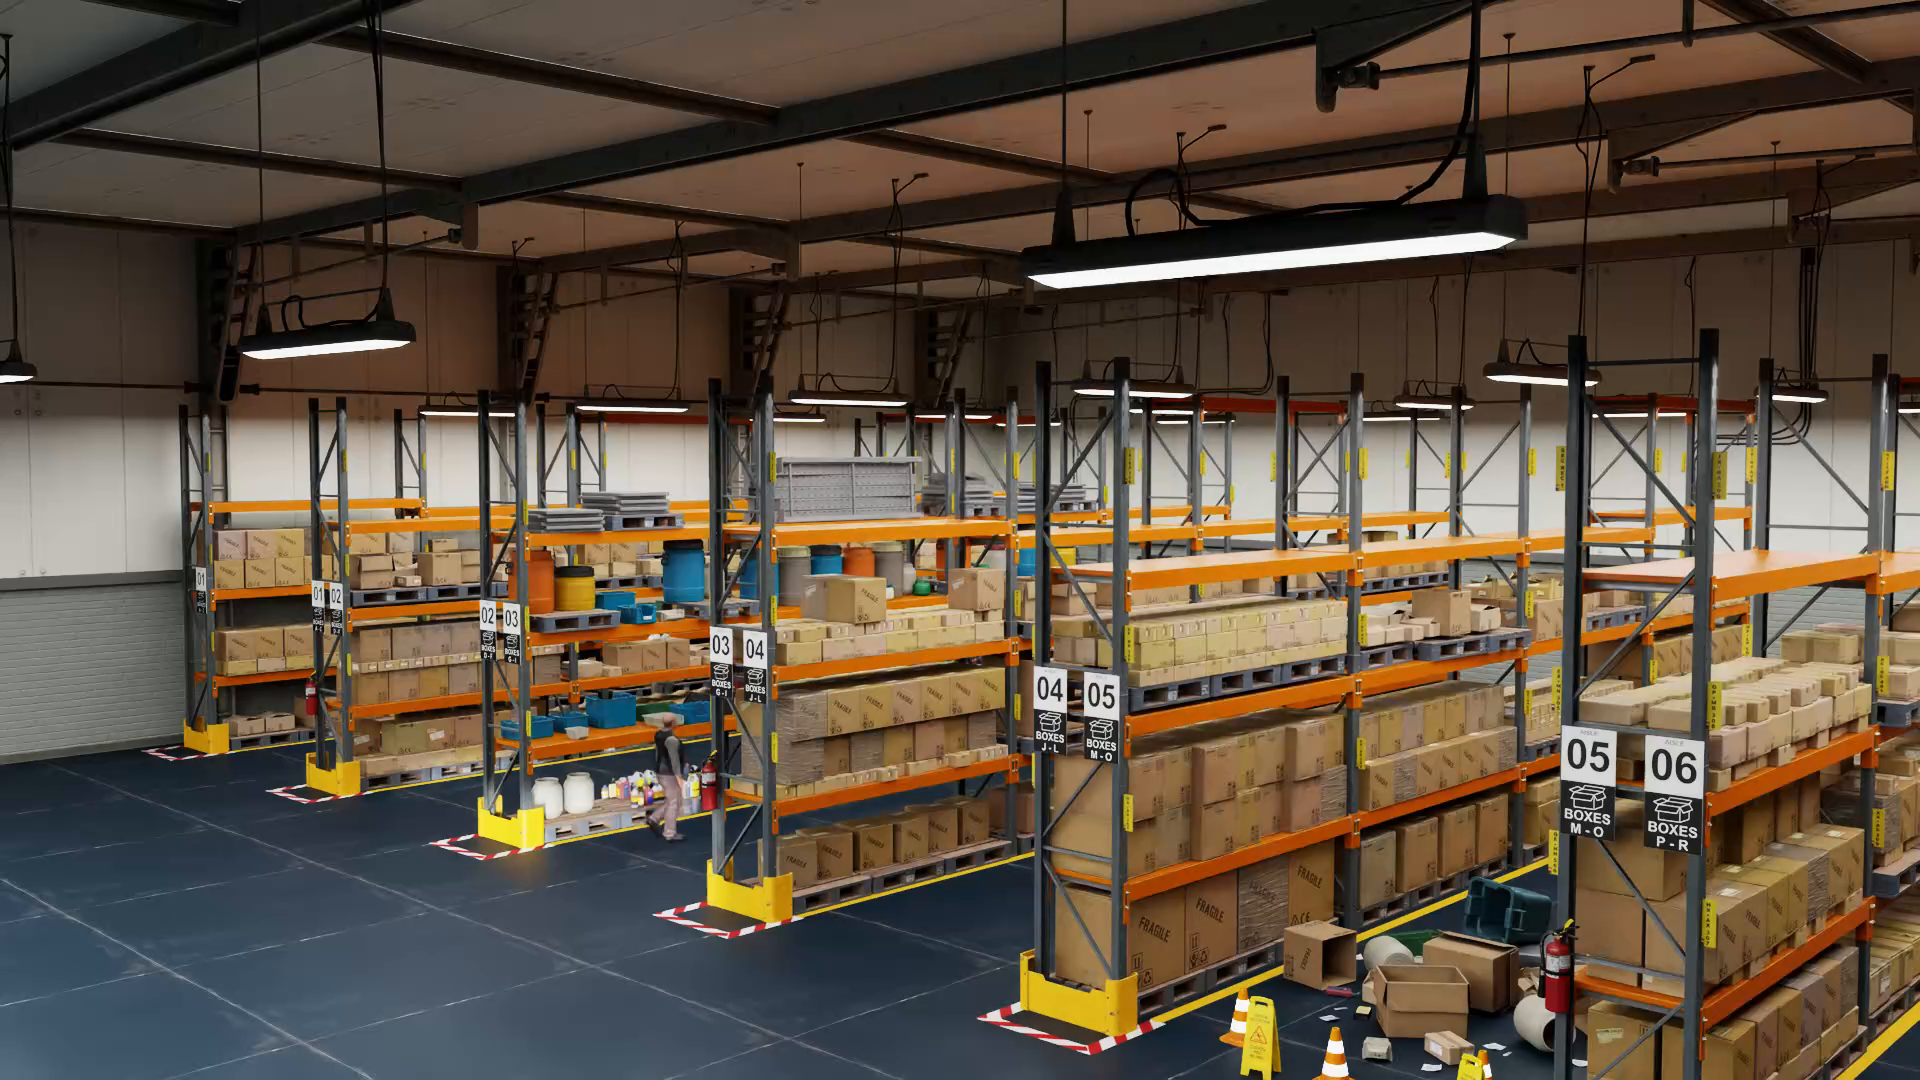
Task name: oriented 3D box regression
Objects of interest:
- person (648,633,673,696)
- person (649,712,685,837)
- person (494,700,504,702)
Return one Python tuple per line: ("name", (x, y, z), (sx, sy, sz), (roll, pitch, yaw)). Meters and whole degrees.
("person", (-6.098, 2.541, 33.750), (0.591, 1.831, 0.396), (-3, 4, -42))
("person", (-3.875, 3.103, 22.033), (0.466, 1.659, 0.531), (-1, 3, -20))
("person", (-8.160, 2.892, 29.269), (0.481, 1.474, 0.416), (-3, 4, -44))
